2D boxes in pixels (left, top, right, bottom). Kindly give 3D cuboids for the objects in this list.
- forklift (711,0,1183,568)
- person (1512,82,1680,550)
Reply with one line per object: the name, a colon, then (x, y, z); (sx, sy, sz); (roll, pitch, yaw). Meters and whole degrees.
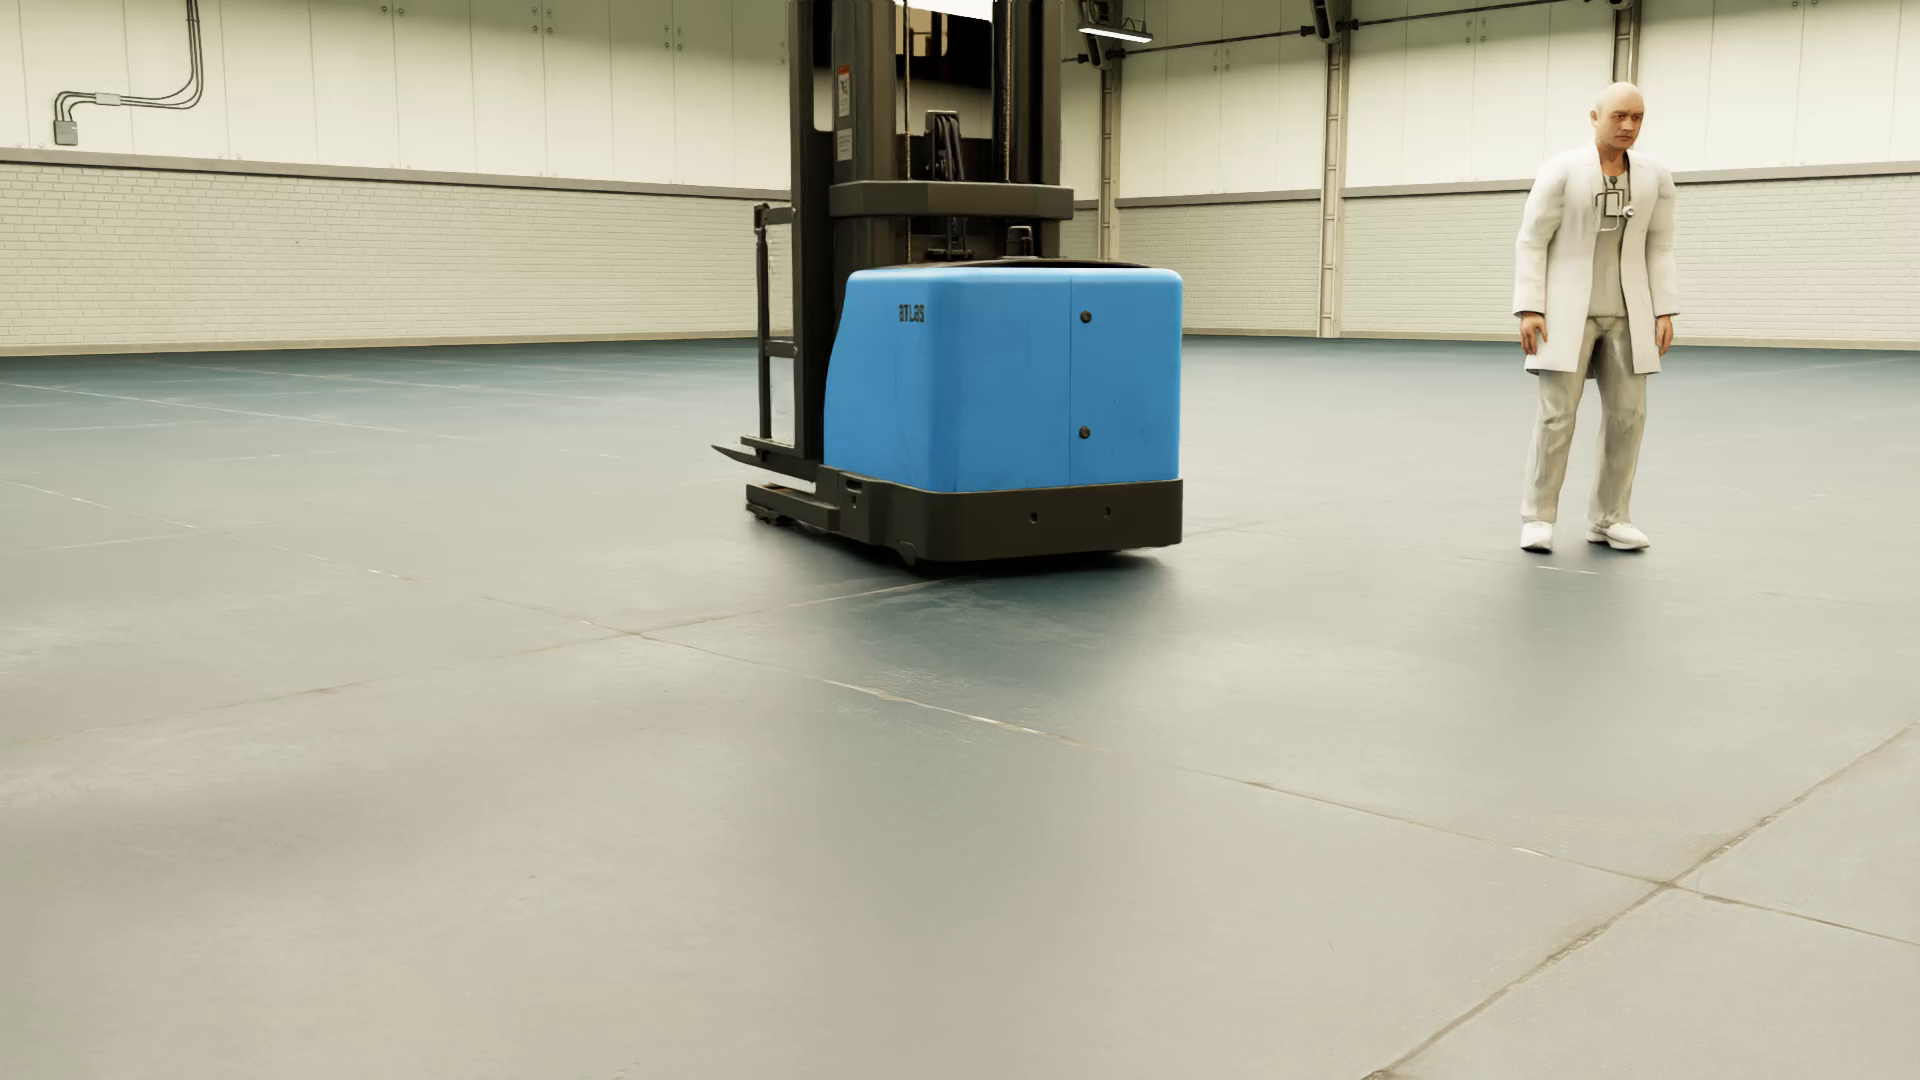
forklift: (-0.285, -1.532, 7.049); (1.130, 2.935, 3.031); (-4, 10, -26)
person: (2.467, -0.855, 6.442); (0.644, 1.772, 0.429); (0, 9, 0)
